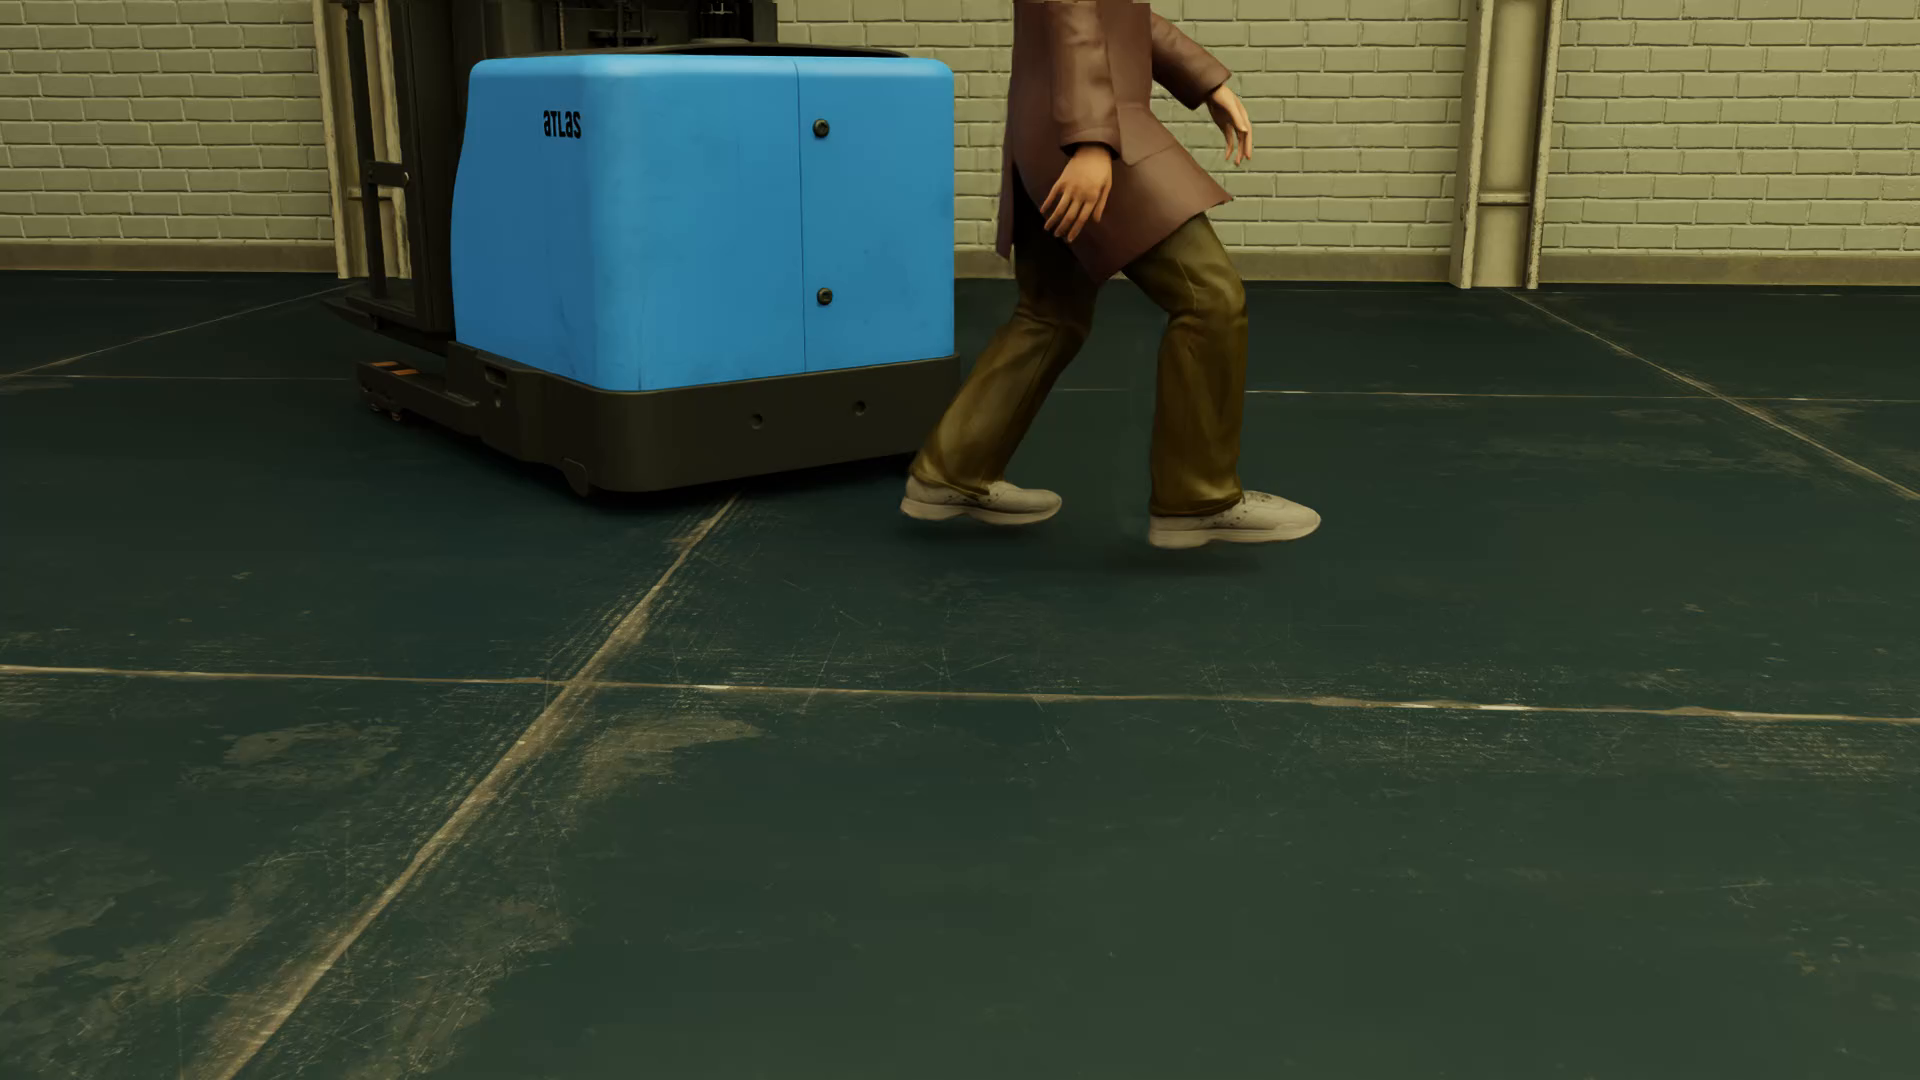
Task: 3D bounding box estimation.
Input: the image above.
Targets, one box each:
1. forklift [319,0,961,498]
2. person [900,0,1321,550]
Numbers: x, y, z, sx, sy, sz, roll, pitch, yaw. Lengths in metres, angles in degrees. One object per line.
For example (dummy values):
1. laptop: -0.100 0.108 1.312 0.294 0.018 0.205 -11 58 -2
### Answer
1. forklift: -1.274 -1.848 5.025 1.130 2.935 3.031 -11 19 -35
2. person: 0.316 -0.828 3.502 0.872 1.707 0.720 -2 15 -8
